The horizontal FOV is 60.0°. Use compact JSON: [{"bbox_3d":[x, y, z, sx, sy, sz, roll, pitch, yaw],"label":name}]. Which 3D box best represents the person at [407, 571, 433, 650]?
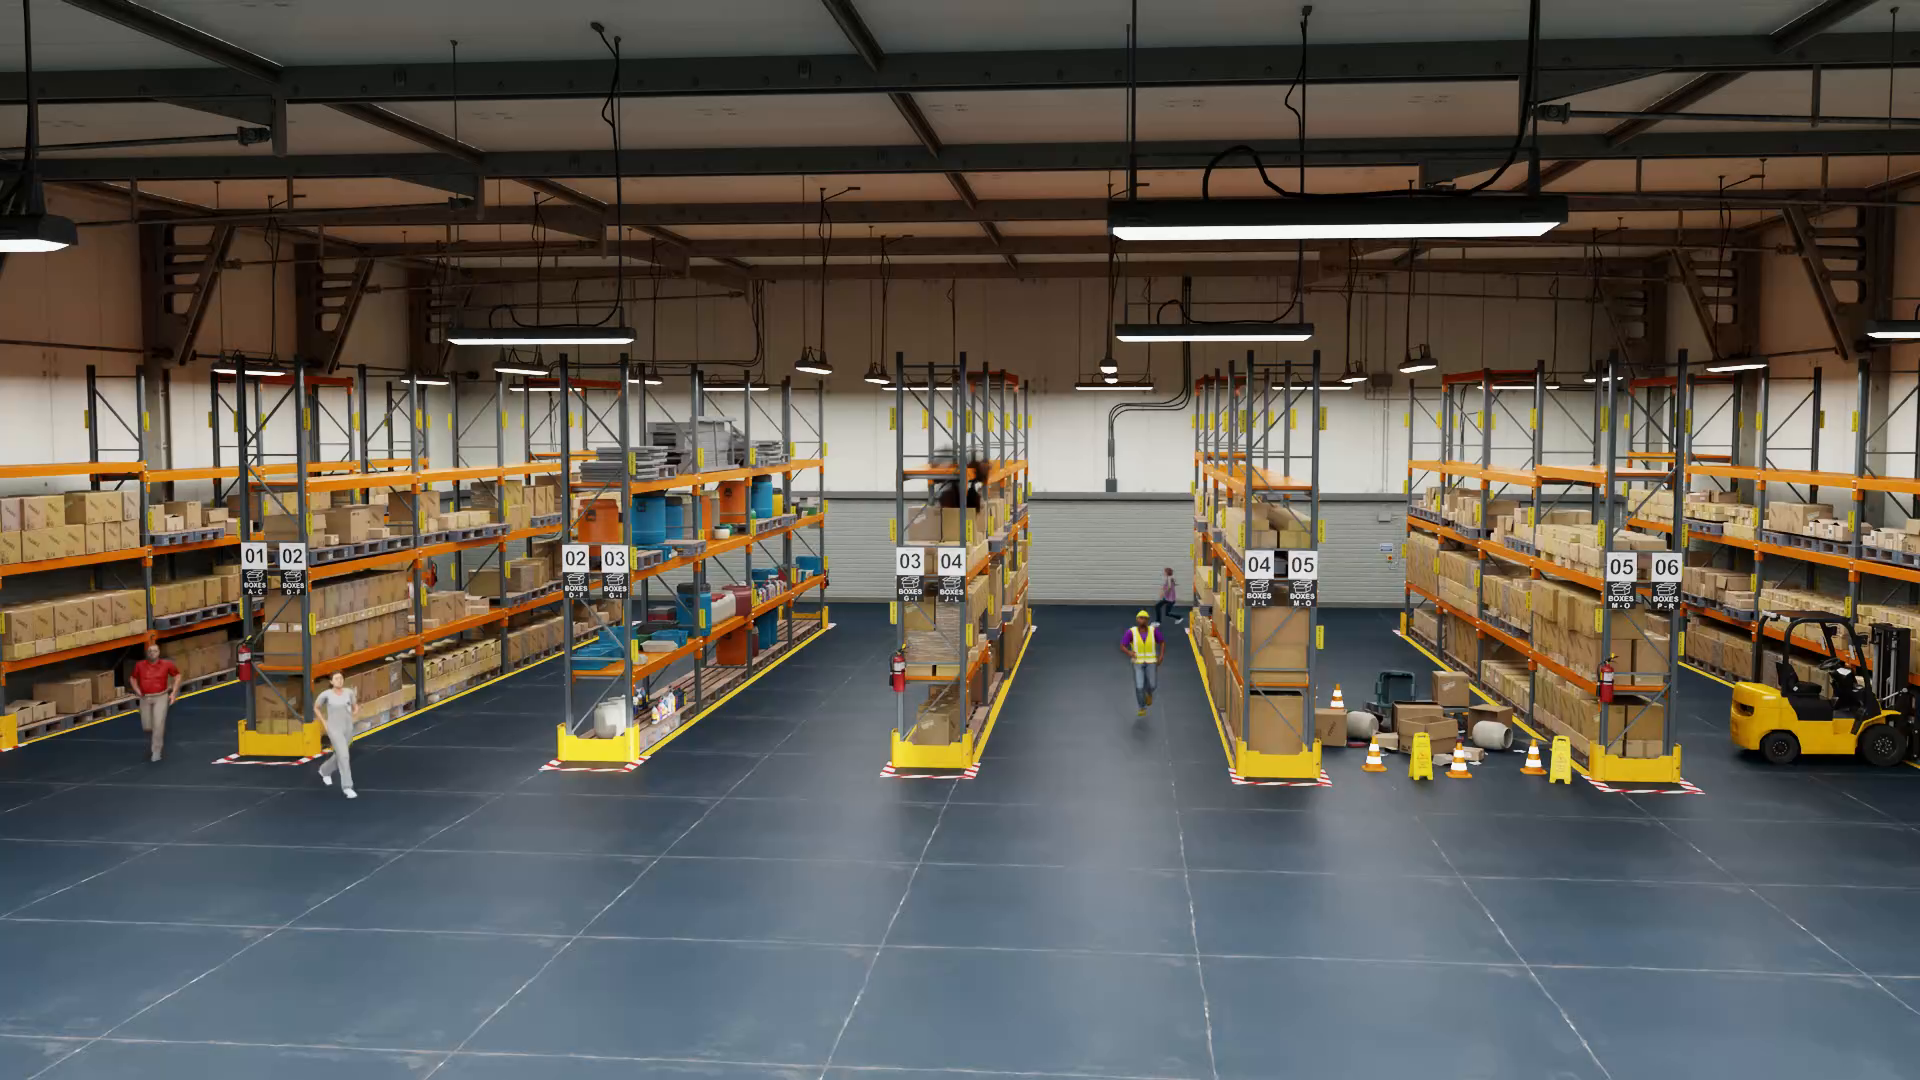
[{"bbox_3d":[-11.870,1.537,36.314,0.665,1.767,0.878,0,4,-6],"label":"person"}]

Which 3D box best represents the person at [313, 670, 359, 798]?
[{"bbox_3d":[-8.364,2.578,22.388,0.892,1.681,0.557,3,5,40],"label":"person"}]

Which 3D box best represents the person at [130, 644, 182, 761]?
[{"bbox_3d":[-12.029,2.404,24.862,0.699,1.716,0.739,-1,4,-12],"label":"person"}]

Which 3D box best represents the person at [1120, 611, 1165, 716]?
[{"bbox_3d":[3.007,2.014,27.271,0.760,1.721,0.557,0,4,-3],"label":"person"}]

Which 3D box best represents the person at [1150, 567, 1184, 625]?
[{"bbox_3d":[5.087,1.401,40.608,0.805,1.424,0.601,0,4,-5],"label":"person"}]
